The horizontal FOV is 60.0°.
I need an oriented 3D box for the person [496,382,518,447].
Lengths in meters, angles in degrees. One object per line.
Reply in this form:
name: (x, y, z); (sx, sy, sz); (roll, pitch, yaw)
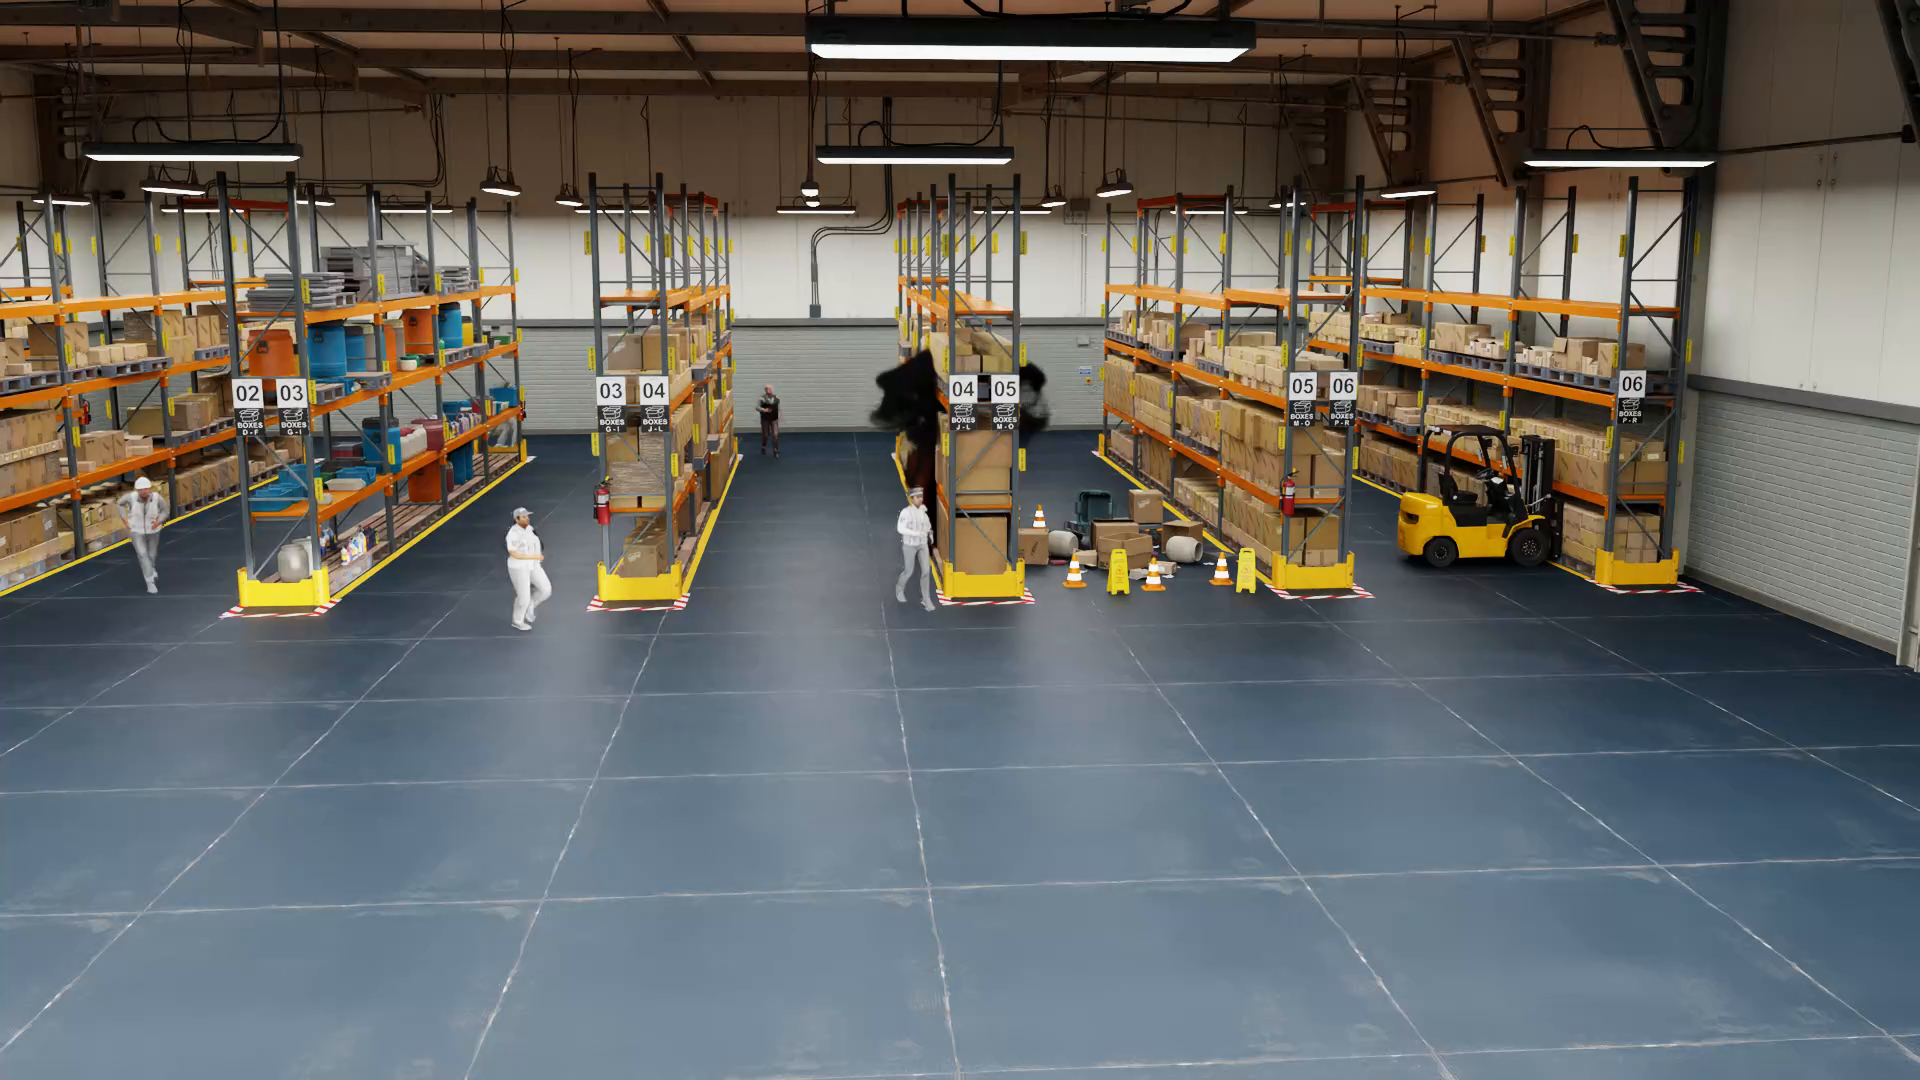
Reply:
person: (-11.147, -3.038, 41.098); (0.750, 1.725, 0.532); (0, 10, -1)

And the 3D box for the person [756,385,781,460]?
person: (-4.554, -2.834, 39.668); (0.670, 1.746, 0.927); (-4, 11, -23)

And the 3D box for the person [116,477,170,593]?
person: (-12.047, -0.112, 24.589); (0.696, 1.731, 1.049); (-5, 11, -26)

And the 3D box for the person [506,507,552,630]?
person: (-5.682, 0.375, 21.896); (0.576, 1.631, 0.592); (5, 11, 26)

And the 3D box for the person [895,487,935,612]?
person: (-0.627, 0.102, 23.267); (0.631, 1.740, 0.799); (-6, 12, -32)
